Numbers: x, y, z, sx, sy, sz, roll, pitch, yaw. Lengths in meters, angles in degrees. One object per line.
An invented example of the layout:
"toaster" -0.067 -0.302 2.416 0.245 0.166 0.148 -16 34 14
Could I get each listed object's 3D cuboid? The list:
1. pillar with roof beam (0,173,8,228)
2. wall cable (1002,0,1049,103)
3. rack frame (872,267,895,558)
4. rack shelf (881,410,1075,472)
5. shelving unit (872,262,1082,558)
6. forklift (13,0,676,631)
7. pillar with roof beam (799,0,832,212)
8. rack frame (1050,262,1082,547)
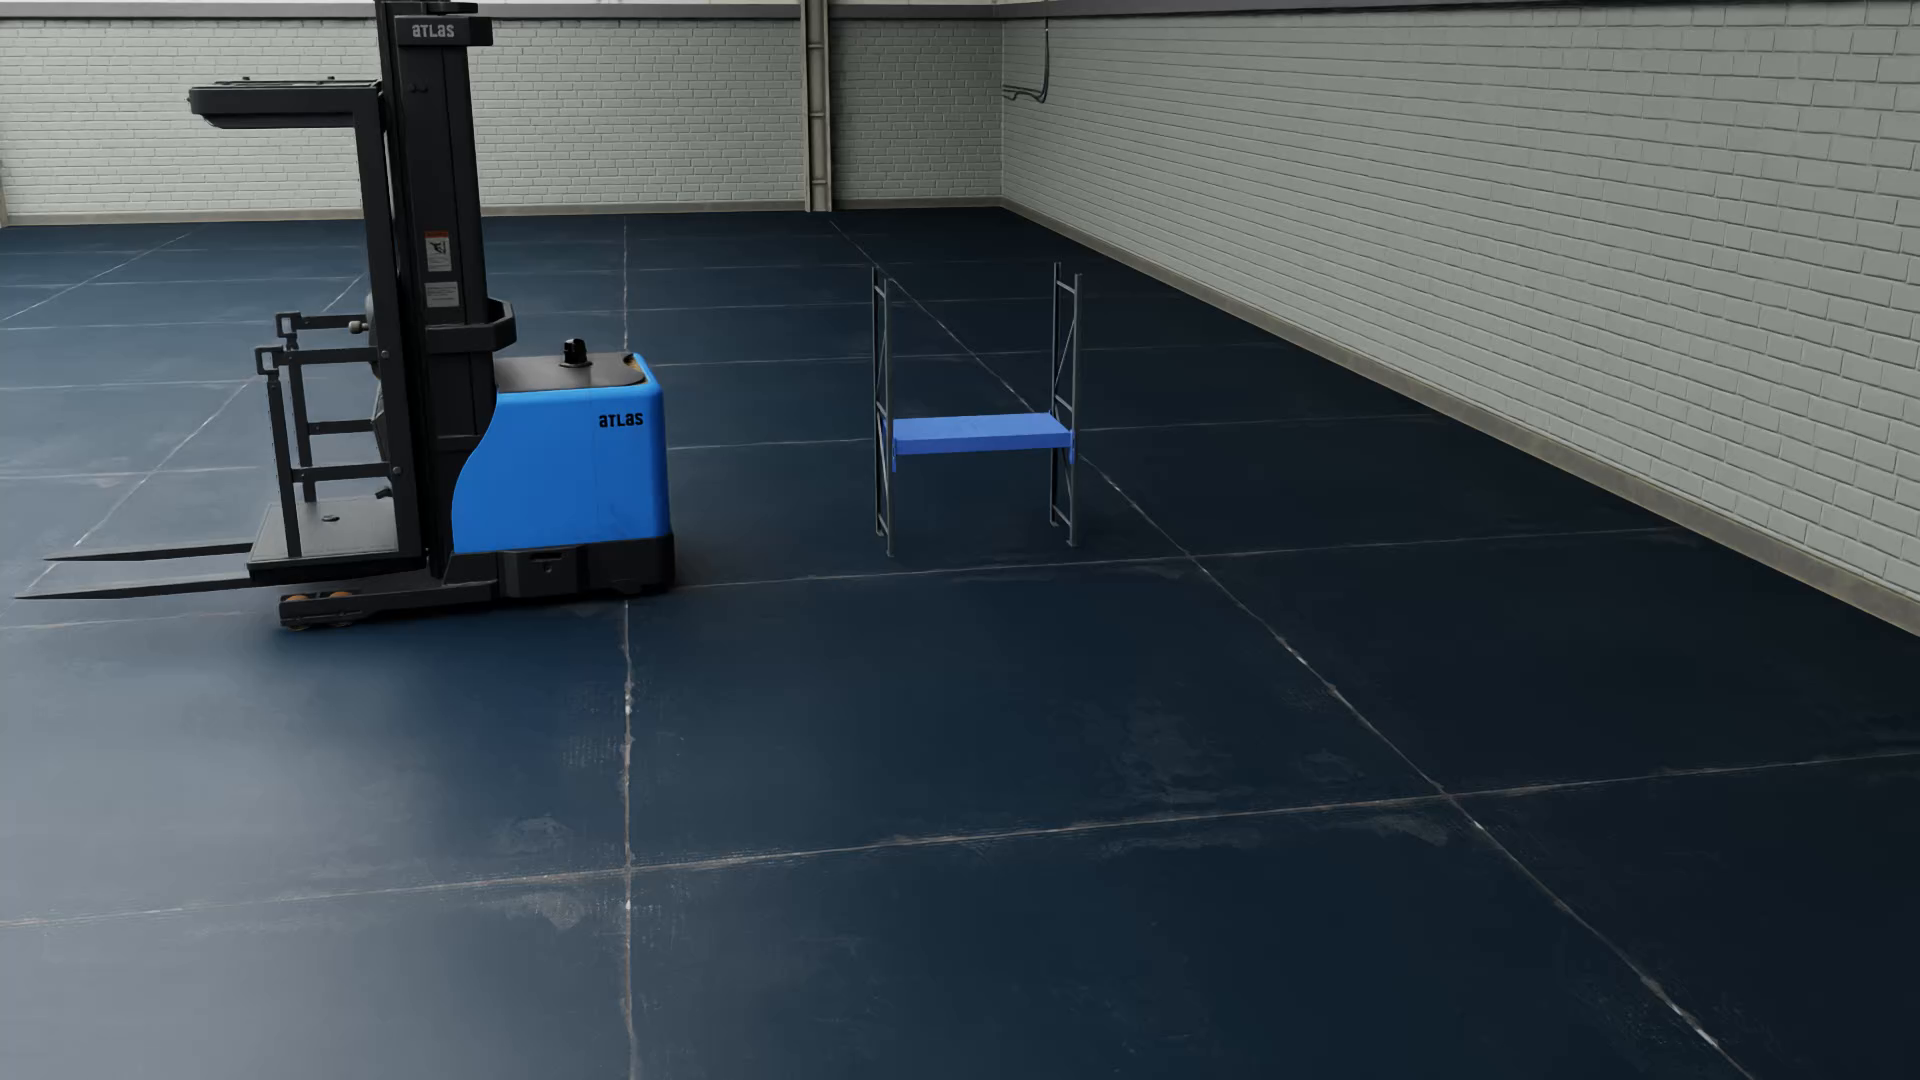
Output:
"pillar with roof beam" -13.196 -7.584 18.677 0.400 9.000 9.100 -3 17 -10
"wall cable" 0.913 -7.792 24.642 0.112 2.526 3.097 -3 17 -10
"rack frame" -0.415 -0.693 9.015 0.032 1.500 0.500 -3 17 -10
"rack shelf" 0.084 -0.550 9.160 1.000 0.185 0.538 -3 17 -10
"shelving unit" 0.084 -0.722 9.107 1.048 1.500 0.538 -3 17 -10
"forklift" -3.022 -1.143 8.040 3.031 2.935 1.130 -5 18 -16
"pillar with roof beam" -1.413 -8.252 20.853 0.400 9.000 9.100 -3 17 -10
"rack frame" 0.583 -0.750 9.199 0.032 1.500 0.500 -3 17 -10
